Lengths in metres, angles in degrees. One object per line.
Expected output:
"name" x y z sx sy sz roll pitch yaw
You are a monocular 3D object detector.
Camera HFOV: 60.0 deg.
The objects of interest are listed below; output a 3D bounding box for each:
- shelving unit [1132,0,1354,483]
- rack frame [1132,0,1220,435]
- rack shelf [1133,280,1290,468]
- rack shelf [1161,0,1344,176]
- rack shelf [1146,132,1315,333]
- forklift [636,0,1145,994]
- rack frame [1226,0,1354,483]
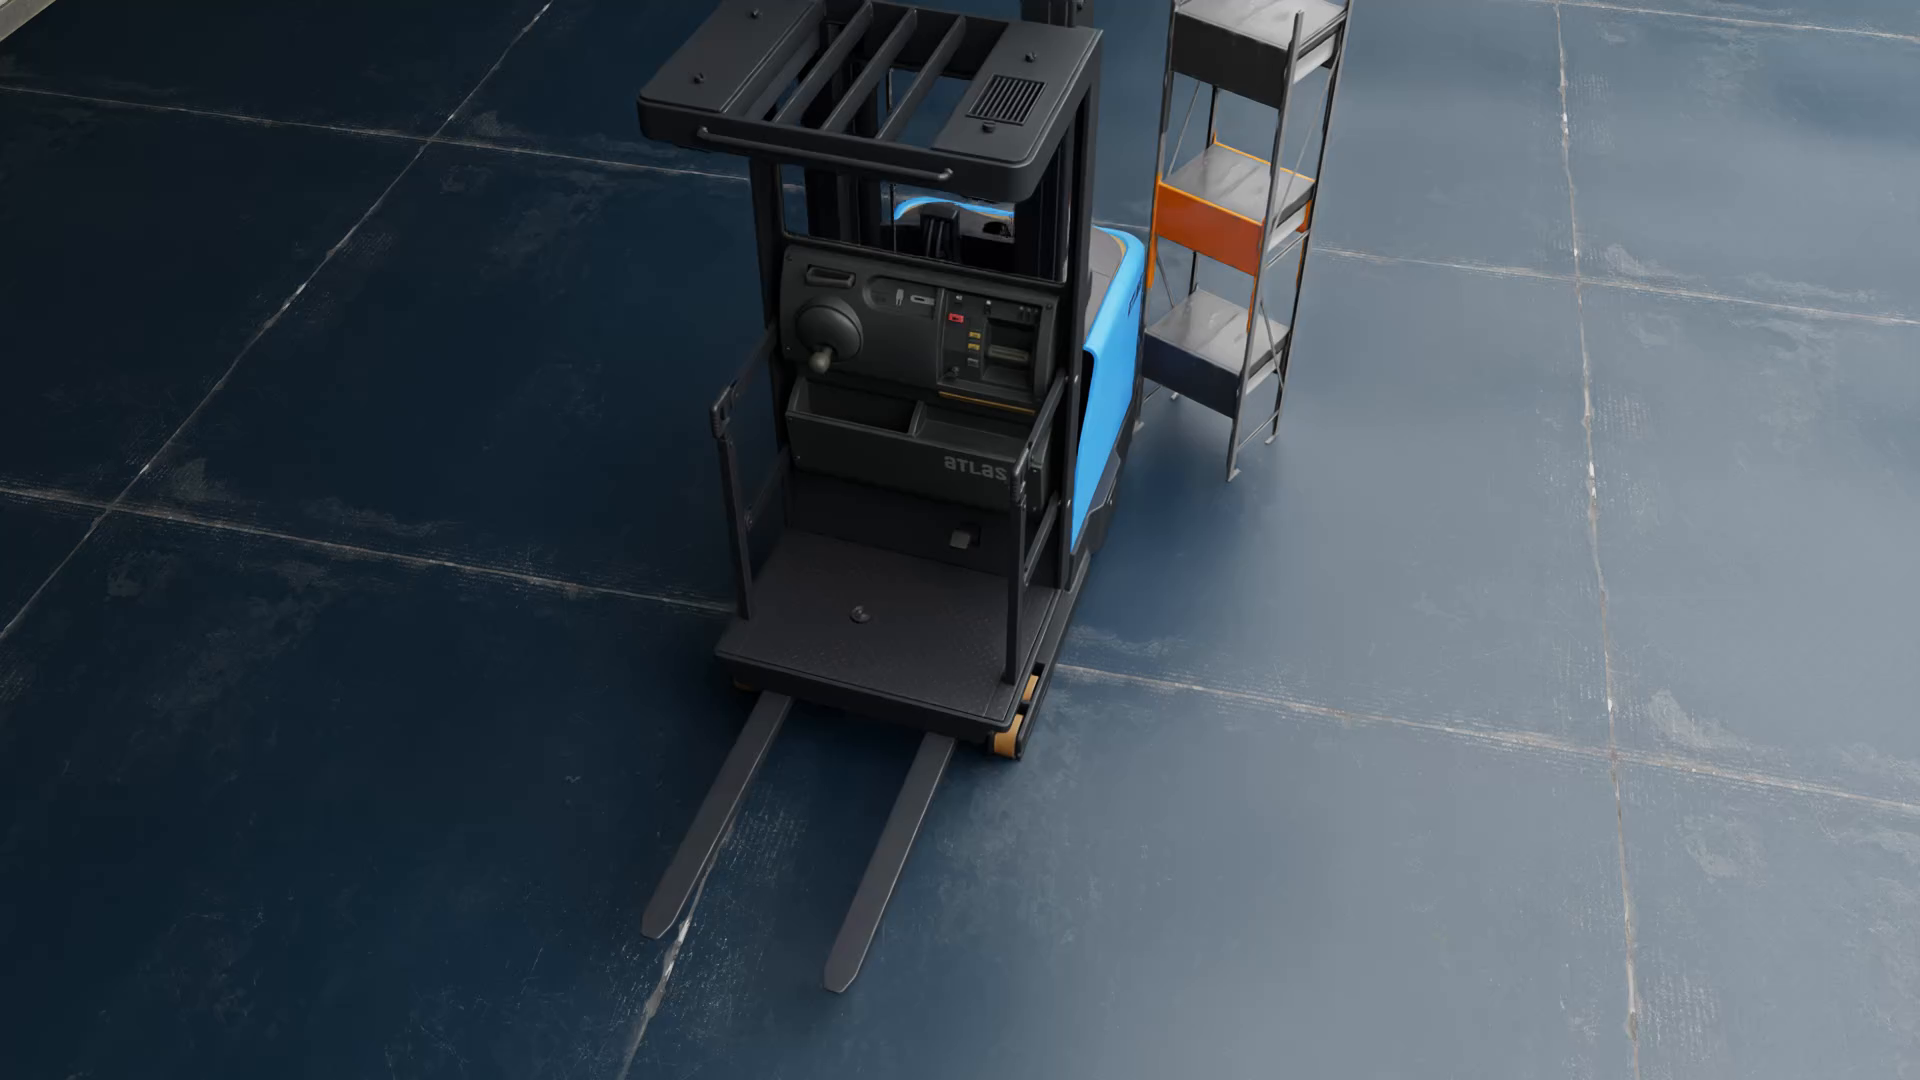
"shelving unit" 1.062 -1.215 6.498 0.503 2.100 0.431 29 51 27
"rack frame" 0.873 -1.322 6.609 0.015 2.100 0.400 29 51 27
"rack shelf" 1.061 -0.700 6.992 0.480 0.518 0.431 29 51 27
"rack shelf" 1.062 -1.710 6.022 0.480 0.518 0.431 29 51 27
"rack shelf" 1.062 -1.205 6.507 0.480 0.518 0.431 29 51 27
"forklift" -0.209 -0.598 5.258 1.130 2.935 3.031 13 45 13
"rack frame" 1.251 -1.108 6.387 0.015 2.100 0.400 29 51 27
